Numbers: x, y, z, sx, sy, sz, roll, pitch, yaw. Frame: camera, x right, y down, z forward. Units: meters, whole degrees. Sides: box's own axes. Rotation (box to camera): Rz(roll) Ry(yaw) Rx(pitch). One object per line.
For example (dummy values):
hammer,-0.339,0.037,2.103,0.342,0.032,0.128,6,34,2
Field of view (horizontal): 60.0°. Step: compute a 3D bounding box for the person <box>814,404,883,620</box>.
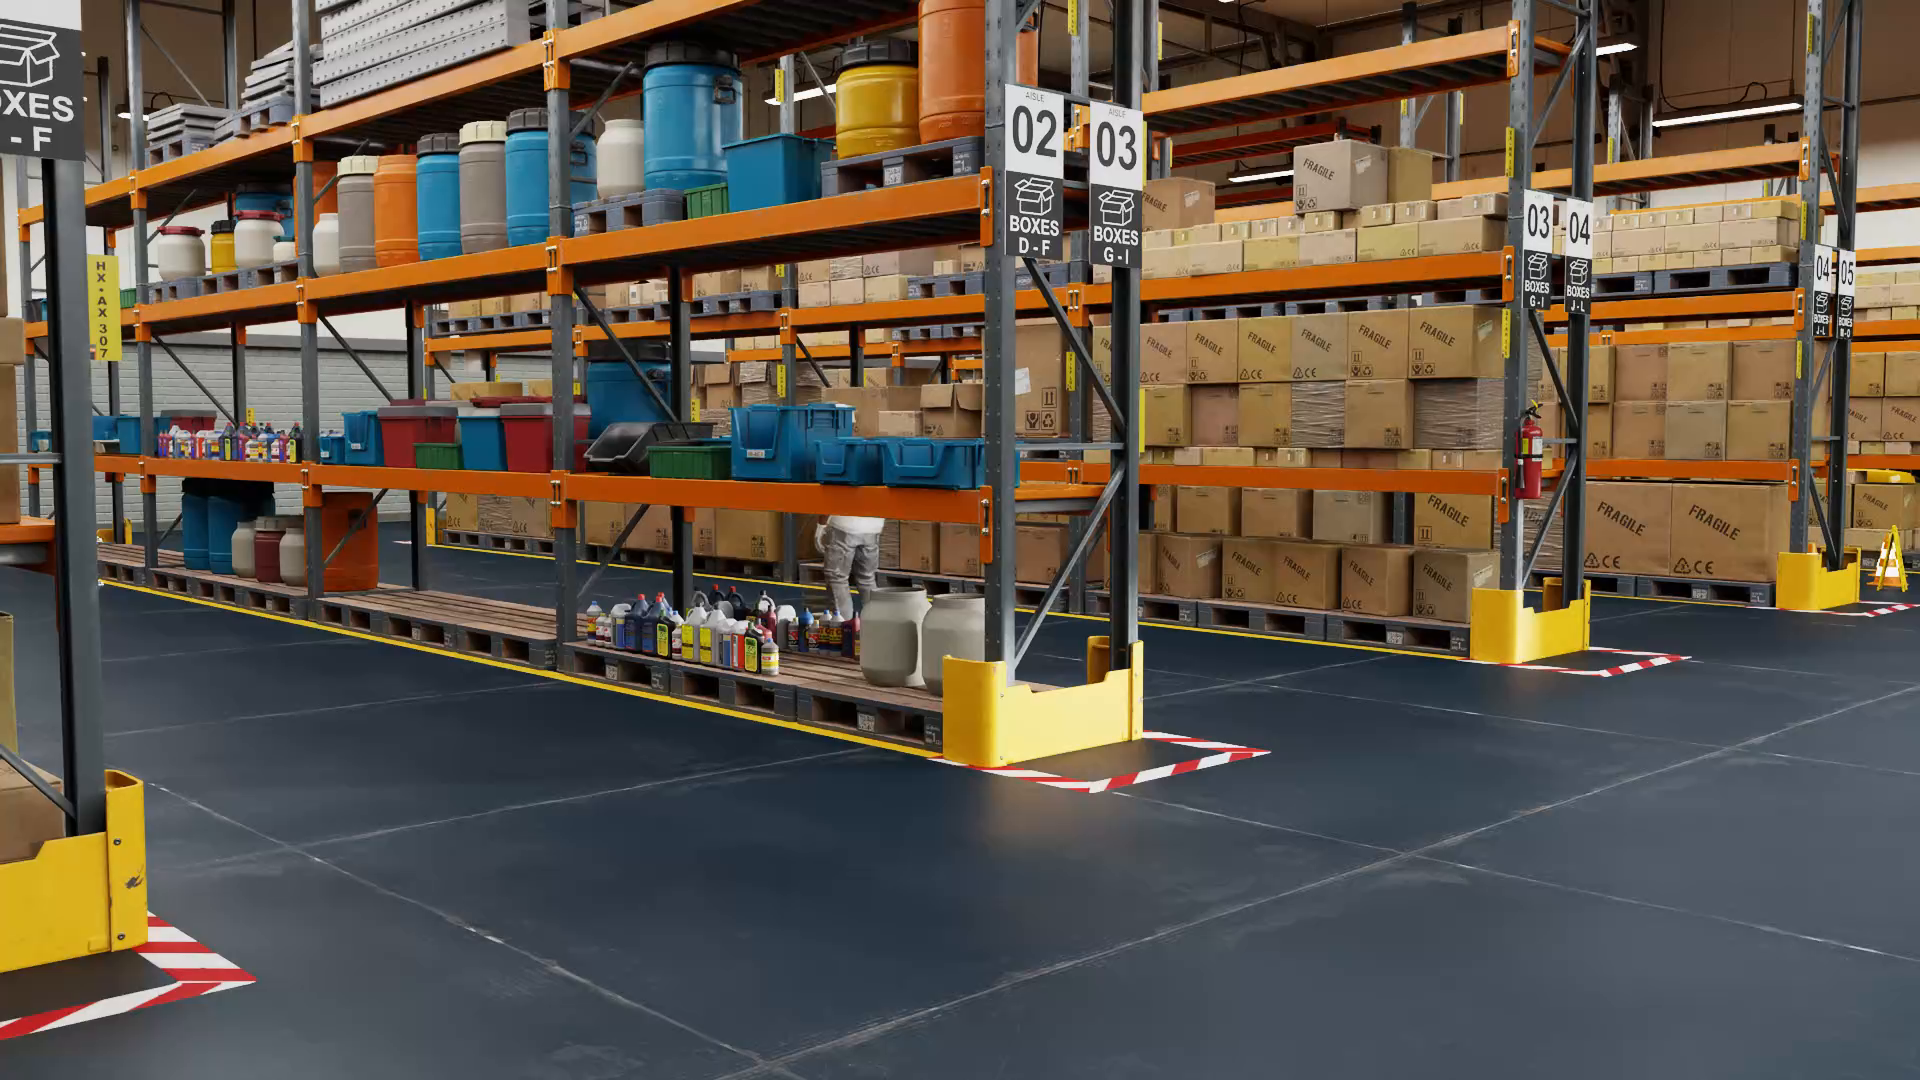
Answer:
person,-0.793,-0.084,11.887,0.451,1.773,0.623,4,5,42
